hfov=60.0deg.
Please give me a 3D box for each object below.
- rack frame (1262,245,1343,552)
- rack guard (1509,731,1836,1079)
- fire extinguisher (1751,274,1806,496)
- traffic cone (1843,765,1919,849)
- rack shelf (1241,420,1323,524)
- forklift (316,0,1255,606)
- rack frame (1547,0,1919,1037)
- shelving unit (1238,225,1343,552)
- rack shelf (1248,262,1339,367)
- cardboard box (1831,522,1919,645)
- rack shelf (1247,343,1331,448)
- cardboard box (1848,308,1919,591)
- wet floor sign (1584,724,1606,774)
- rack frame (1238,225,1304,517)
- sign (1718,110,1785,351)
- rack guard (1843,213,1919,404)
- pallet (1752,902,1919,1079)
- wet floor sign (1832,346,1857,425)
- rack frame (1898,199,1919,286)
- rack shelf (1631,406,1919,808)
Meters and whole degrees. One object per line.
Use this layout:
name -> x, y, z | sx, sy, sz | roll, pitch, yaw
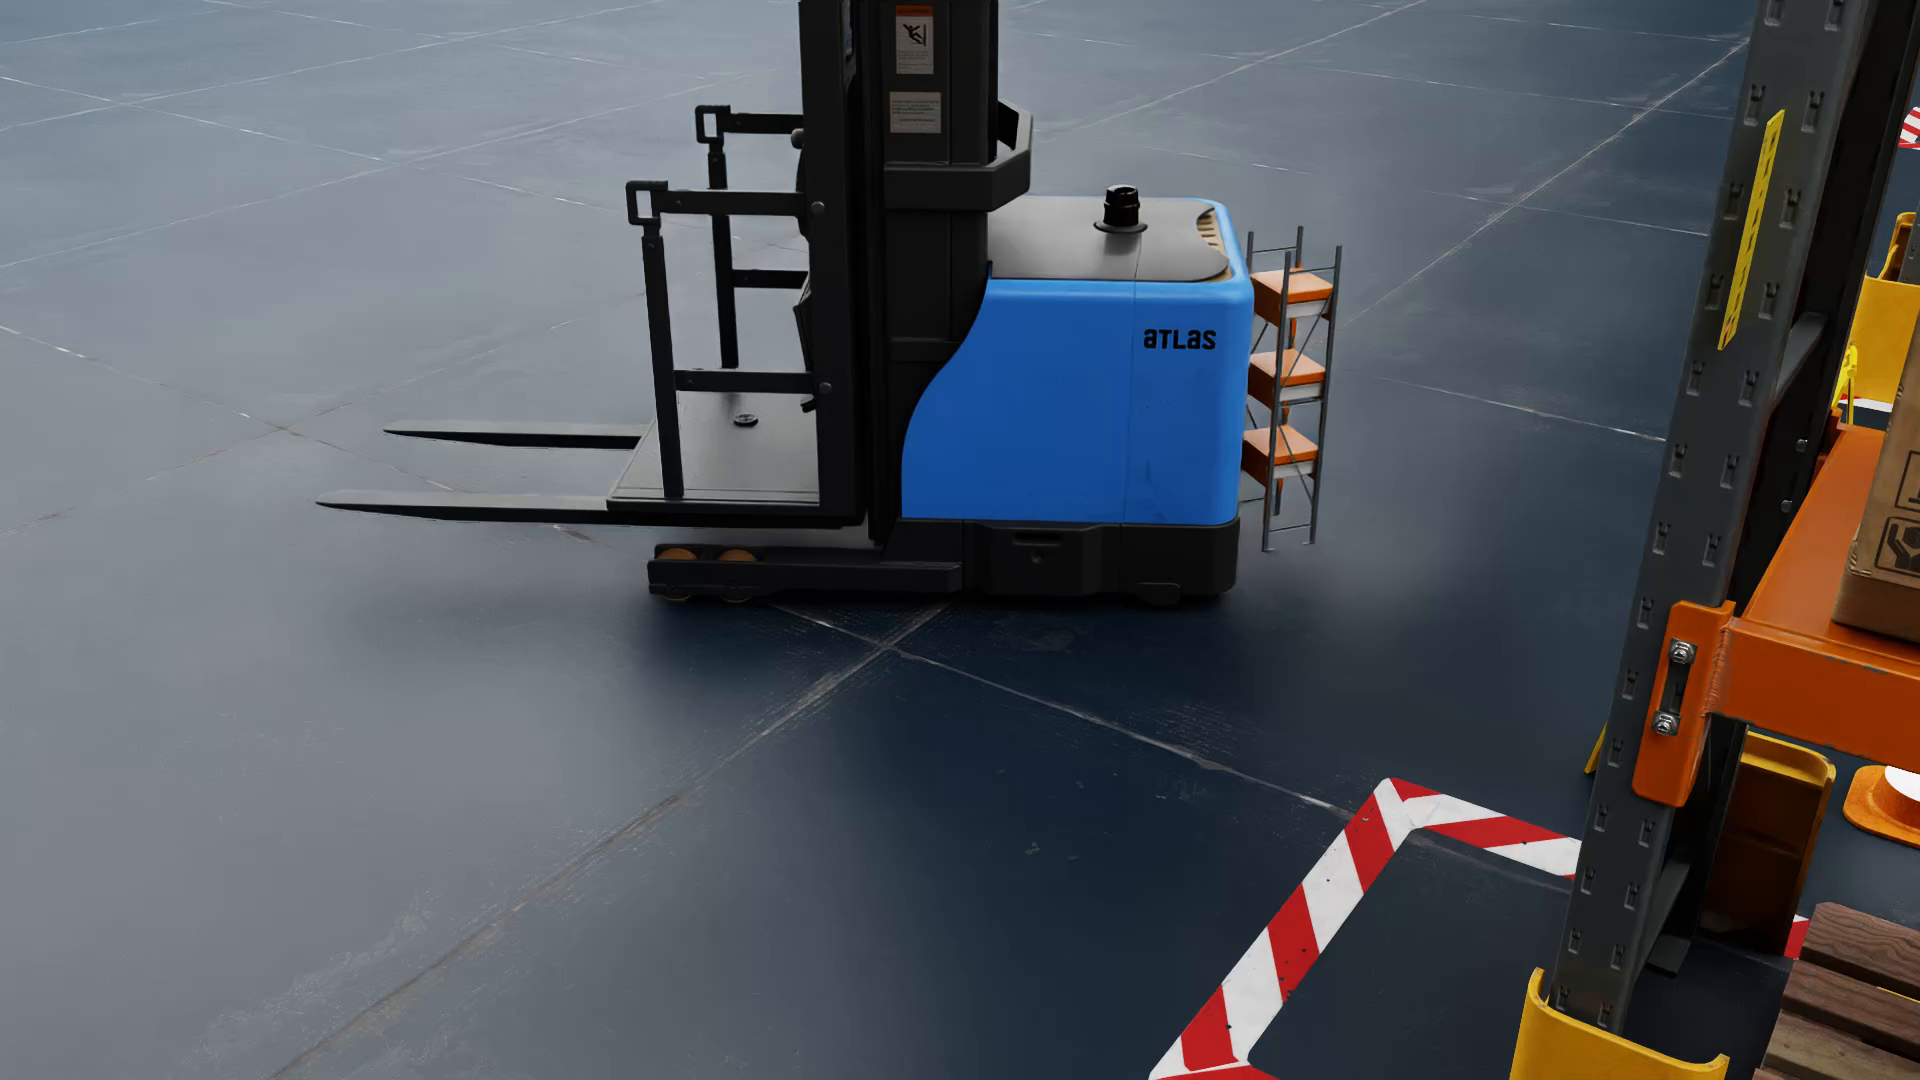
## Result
rack frame -> 1.118, -0.445, 5.457 | 0.200, 1.050, 0.008 | -9, 27, -17
rack guard -> 1.483, 0.883, 3.463 | 0.348, 0.500, 1.175 | 17, 32, 30
fire extinguisher -> 1.587, -0.417, 3.348 | 0.183, 0.674, 0.296 | 17, 32, 30
traffic cone -> 2.505, 0.508, 4.241 | 0.334, 0.463, 0.336 | 17, 32, 30
rack shelf -> 1.080, -0.237, 5.688 | 0.215, 0.259, 0.240 | -9, 27, -17
forklift -> -0.605, -1.342, 5.156 | 3.031, 2.935, 1.130 | 2, 27, 3
rack frame -> 1.420, -0.250, 2.935 | 0.127, 3.000, 1.000 | 17, 32, 30
shelving unit -> 1.078, -0.496, 5.561 | 0.215, 1.050, 0.252 | -9, 27, -17
rack shelf -> 1.075, -0.741, 5.440 | 0.215, 0.259, 0.240 | -9, 27, -17
cardboard box -> 1.583, 0.026, 2.668 | 0.250, 0.149, 0.380 | 17, 32, 31
rack shelf -> 1.078, -0.486, 5.565 | 0.215, 0.259, 0.240 | -9, 27, -17
cardboard box -> 1.654, -0.202, 2.402 | 0.500, 0.500, 0.500 | 17, 31, 30
wet floor sign -> 1.869, 0.350, 4.350 | 0.267, 0.644, 0.232 | -18, 32, -31
rack frame -> 1.038, -0.546, 5.664 | 0.200, 1.050, 0.008 | -9, 27, -17
sign -> 1.113, -0.433, 2.340 | 0.005, 0.325, 0.100 | 17, 32, 30
rack guard -> 4.120, -1.019, 7.201 | 0.348, 0.500, 1.175 | 17, 32, 30
pallet -> 2.132, 1.234, 3.093 | 1.213, 0.211, 1.003 | 17, 32, 30
wet floor sign -> 2.994, -0.345, 5.716 | 0.232, 0.644, 0.267 | 12, 29, 22
rack frame -> 4.139, -2.127, 6.622 | 0.127, 3.000, 1.000 | 17, 32, 30
rack shelf -> 3.069, 0.584, 2.089 | 4.000, 0.370, 1.077 | 17, 32, 30
